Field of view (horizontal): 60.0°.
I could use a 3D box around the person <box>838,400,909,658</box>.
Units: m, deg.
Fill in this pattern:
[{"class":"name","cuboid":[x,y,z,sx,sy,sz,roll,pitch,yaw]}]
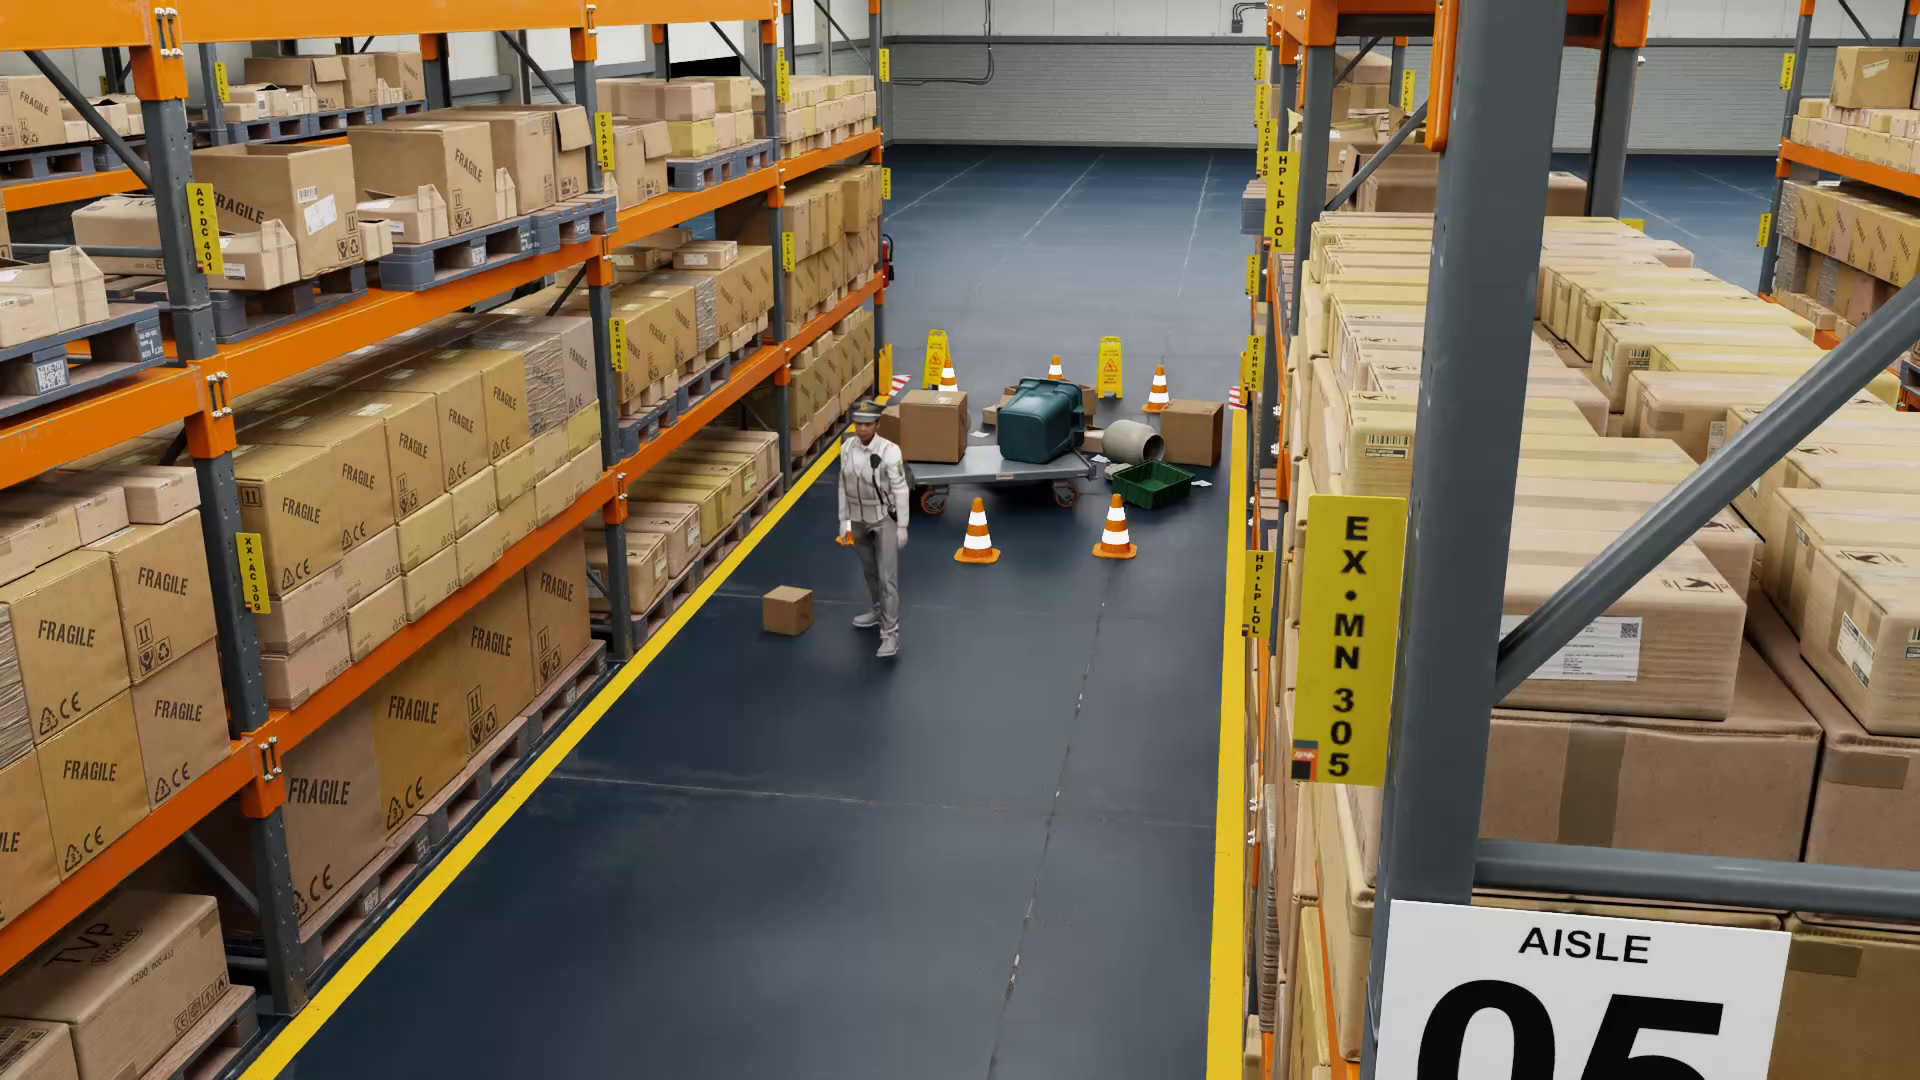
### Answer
[{"class":"person","cuboid":[-0.552,-0.107,10.814,0.642,1.655,0.772,10,21,28]}]
